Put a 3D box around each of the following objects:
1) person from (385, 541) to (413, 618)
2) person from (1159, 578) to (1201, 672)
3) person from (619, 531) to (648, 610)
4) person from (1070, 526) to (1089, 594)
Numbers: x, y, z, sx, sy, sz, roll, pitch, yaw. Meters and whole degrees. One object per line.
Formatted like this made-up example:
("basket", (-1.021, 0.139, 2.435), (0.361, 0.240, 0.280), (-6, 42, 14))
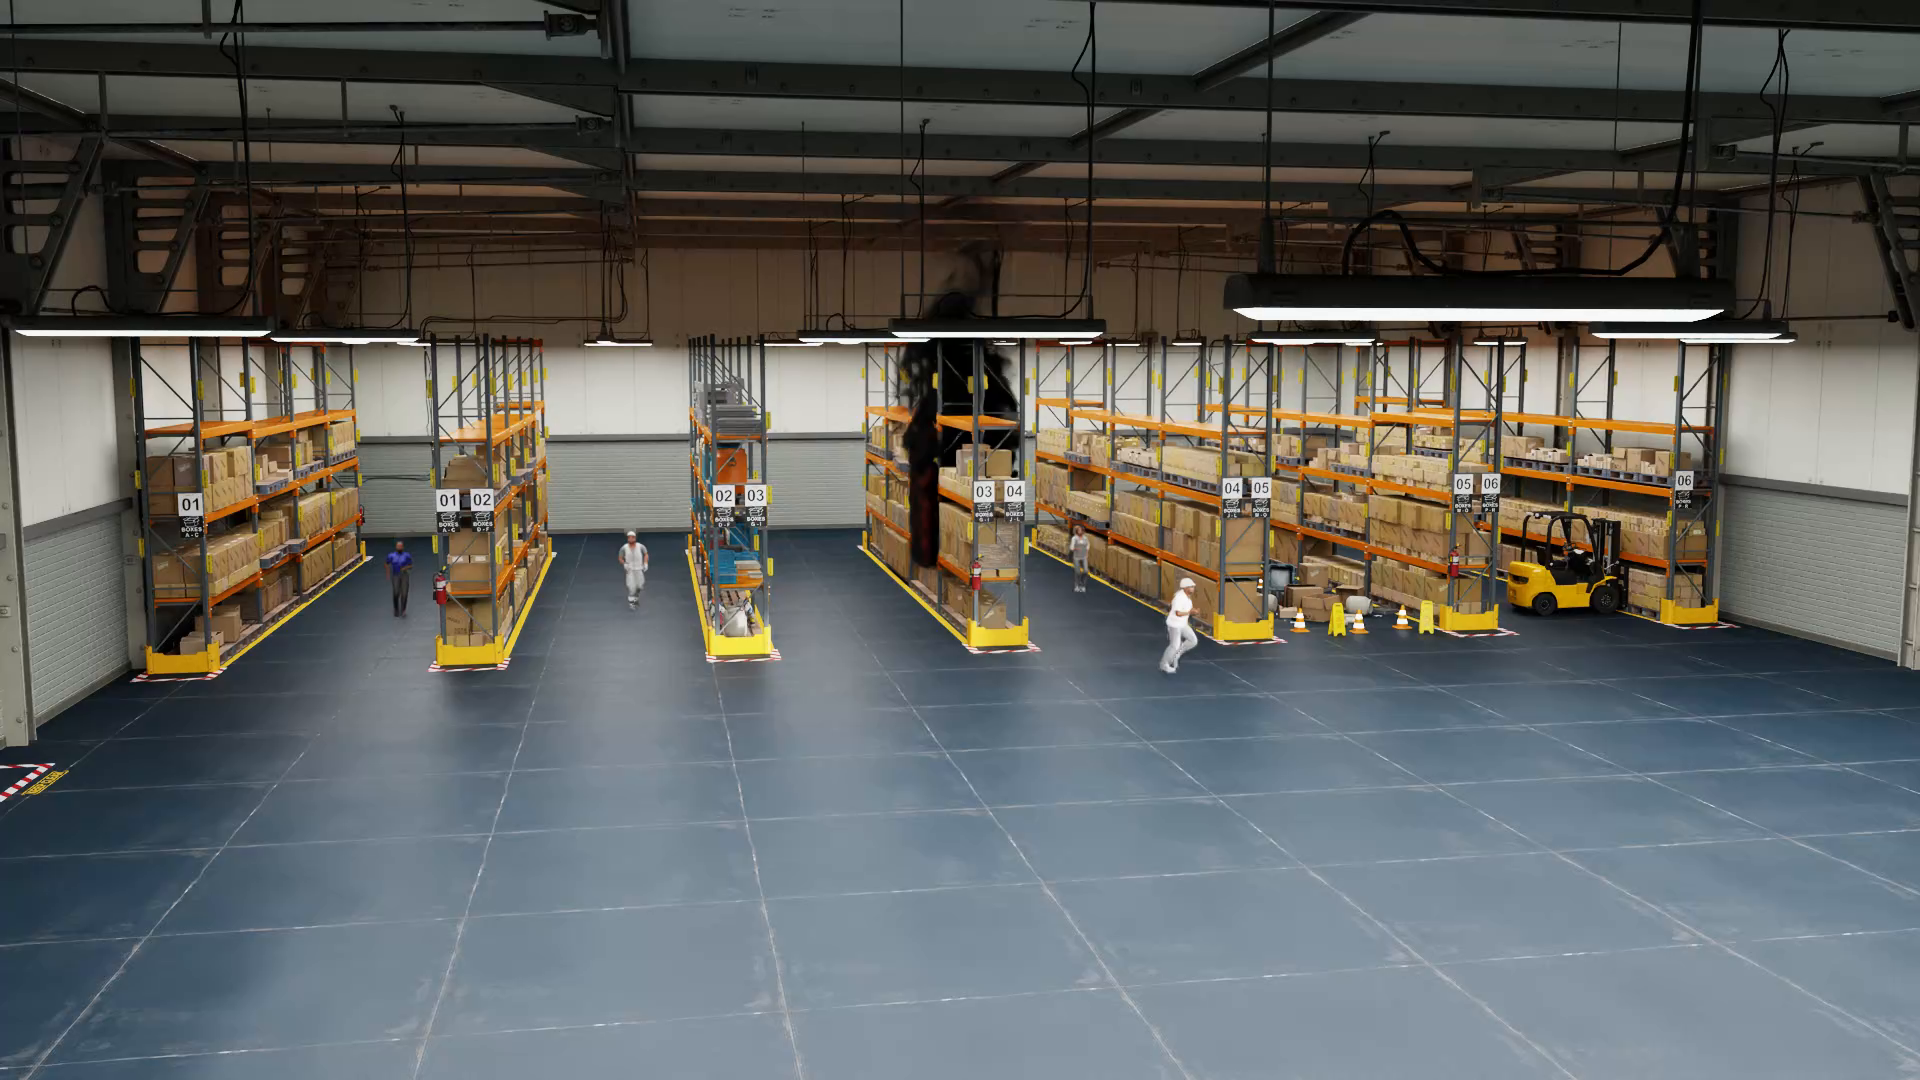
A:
("person", (-11.951, 0.846, 35.481), (0.546, 1.653, 0.676), (-3, 7, -25))
("person", (3.897, 1.504, 29.364), (0.796, 1.691, 0.673), (4, 8, 30))
("person", (-7.139, 0.684, 36.410), (0.643, 1.744, 0.552), (-2, 7, -14))
("person", (2.828, 0.473, 38.986), (0.517, 1.601, 0.639), (-1, 7, -10))
